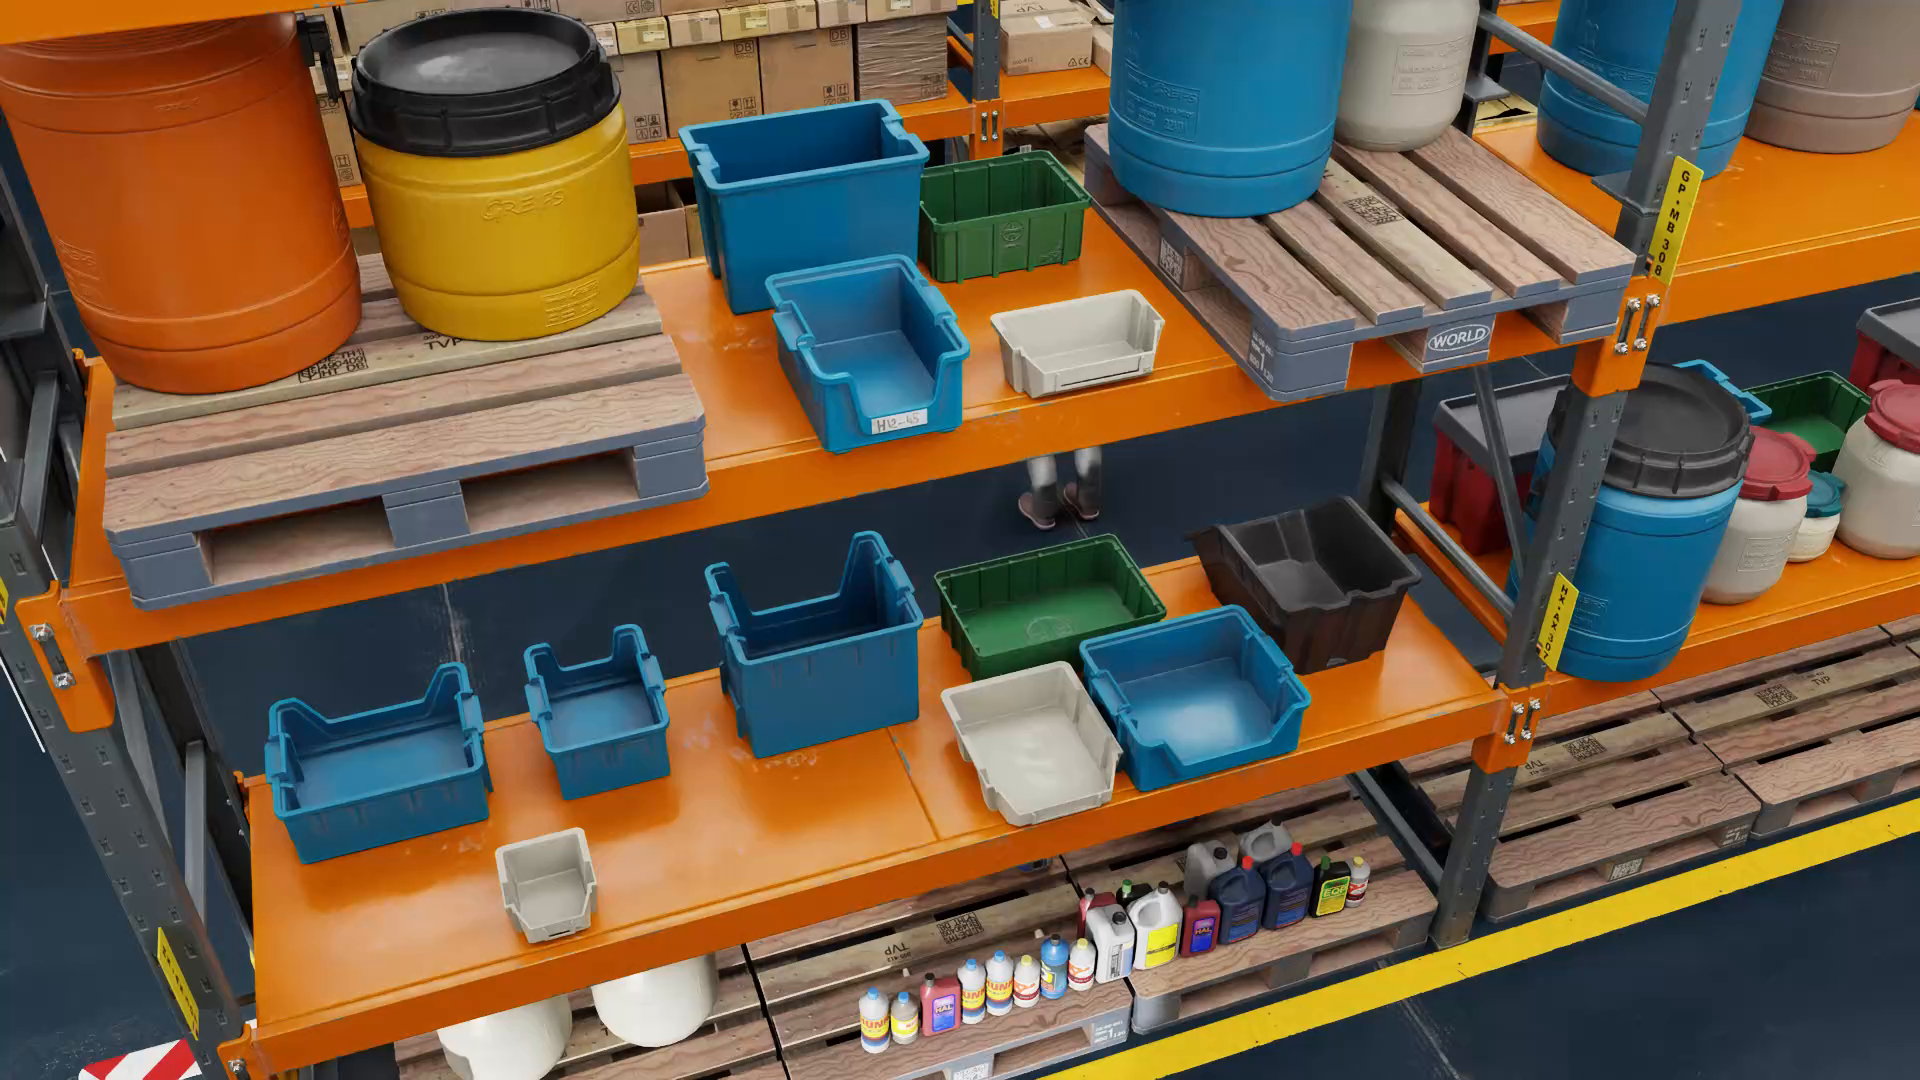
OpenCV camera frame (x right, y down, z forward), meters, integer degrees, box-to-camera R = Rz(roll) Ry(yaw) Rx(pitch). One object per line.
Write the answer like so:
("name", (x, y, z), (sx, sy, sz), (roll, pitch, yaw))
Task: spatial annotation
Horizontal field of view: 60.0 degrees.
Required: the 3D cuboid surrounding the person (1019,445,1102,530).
("person", (0.475, -0.823, 7.851), (0.450, 1.647, 0.523), (-12, 40, -15))
